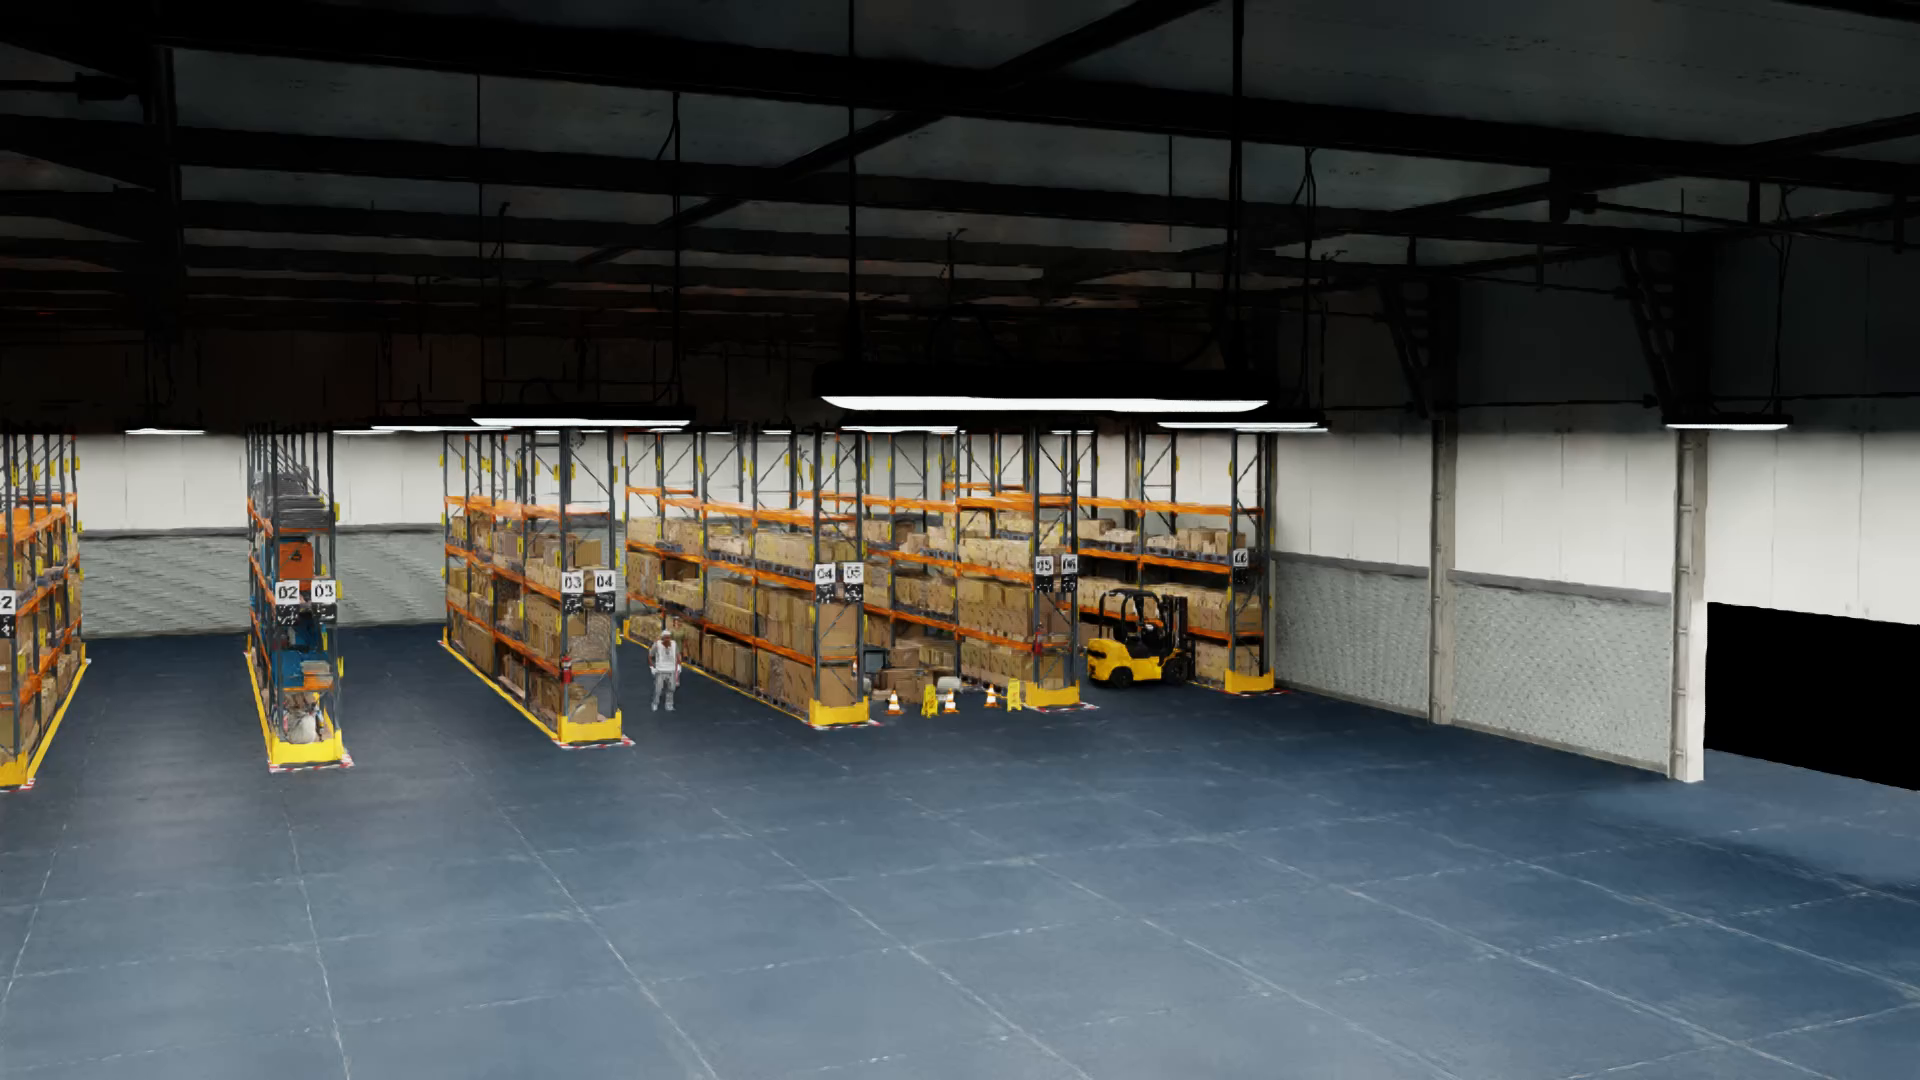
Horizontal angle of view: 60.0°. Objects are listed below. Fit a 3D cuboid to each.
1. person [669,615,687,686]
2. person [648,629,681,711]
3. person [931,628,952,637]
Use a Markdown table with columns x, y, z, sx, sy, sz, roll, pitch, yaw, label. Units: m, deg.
| x | y | z | sx | sy | sz | roll | pitch | yaw | label |
| --- | --- | --- | --- | --- | --- | --- | --- | --- | --- |
| -6.488 | 2.520 | 38.248 | 0.446 | 1.591 | 1.110 | -2 | 4 | -27 | person |
| -6.131 | 2.703 | 34.562 | 0.702 | 1.735 | 0.549 | -2 | 4 | -25 | person |
| -0.531 | 1.858 | 47.366 | 0.581 | 1.785 | 0.664 | 0 | 4 | -3 | person |
